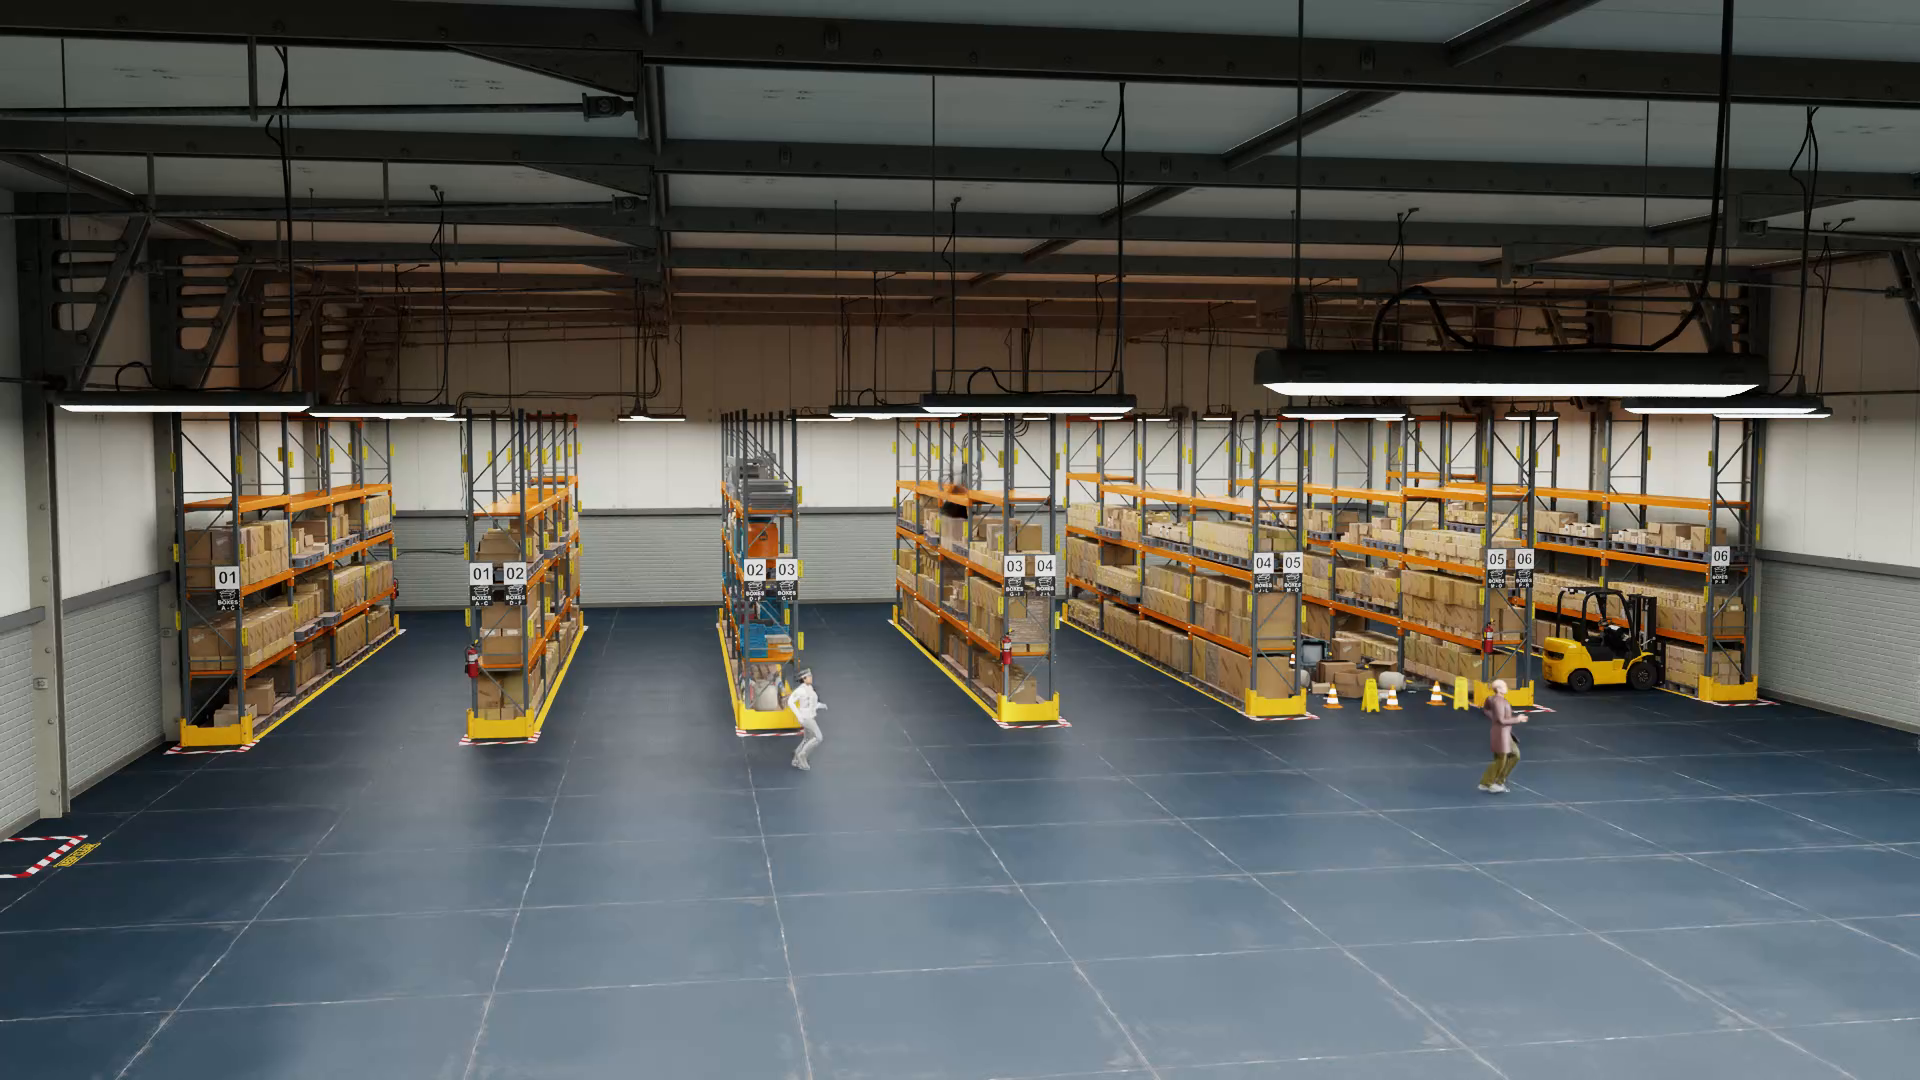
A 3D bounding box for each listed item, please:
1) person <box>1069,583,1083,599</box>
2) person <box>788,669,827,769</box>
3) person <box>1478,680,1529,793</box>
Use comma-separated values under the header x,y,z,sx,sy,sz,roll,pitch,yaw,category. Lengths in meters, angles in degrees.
x,y,z,sx,sy,sz,roll,pitch,yaw,category
3.486,1.412,49.987,0.555,1.641,0.766,1,4,18,person
-2.499,2.956,27.540,0.624,1.654,0.587,1,4,12,person
8.406,3.054,25.714,0.724,1.797,0.688,1,4,18,person
